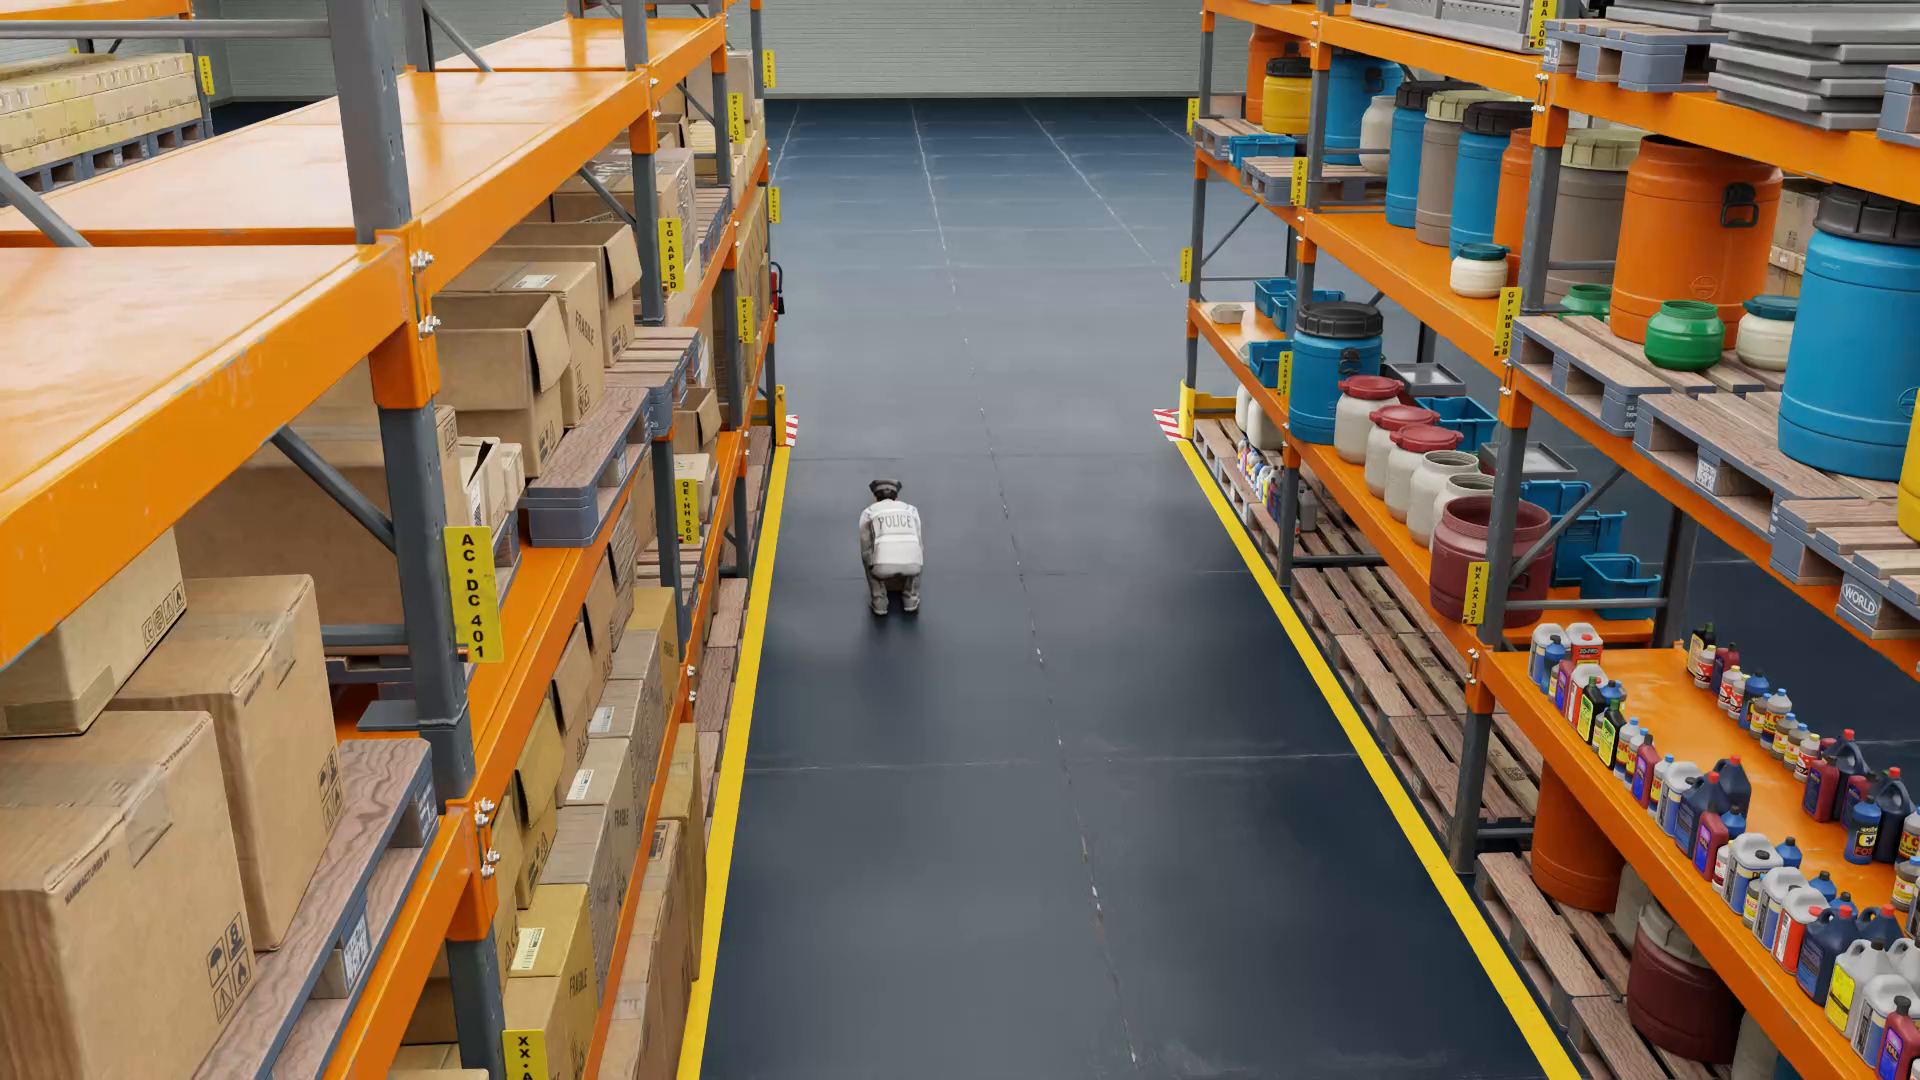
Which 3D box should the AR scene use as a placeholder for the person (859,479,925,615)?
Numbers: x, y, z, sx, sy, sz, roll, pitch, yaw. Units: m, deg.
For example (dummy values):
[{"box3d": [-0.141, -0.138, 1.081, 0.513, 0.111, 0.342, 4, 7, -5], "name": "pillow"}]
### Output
[{"box3d": [-0.490, 0.048, 12.088, 0.475, 0.876, 0.857, -1, 21, -3], "name": "person"}]
